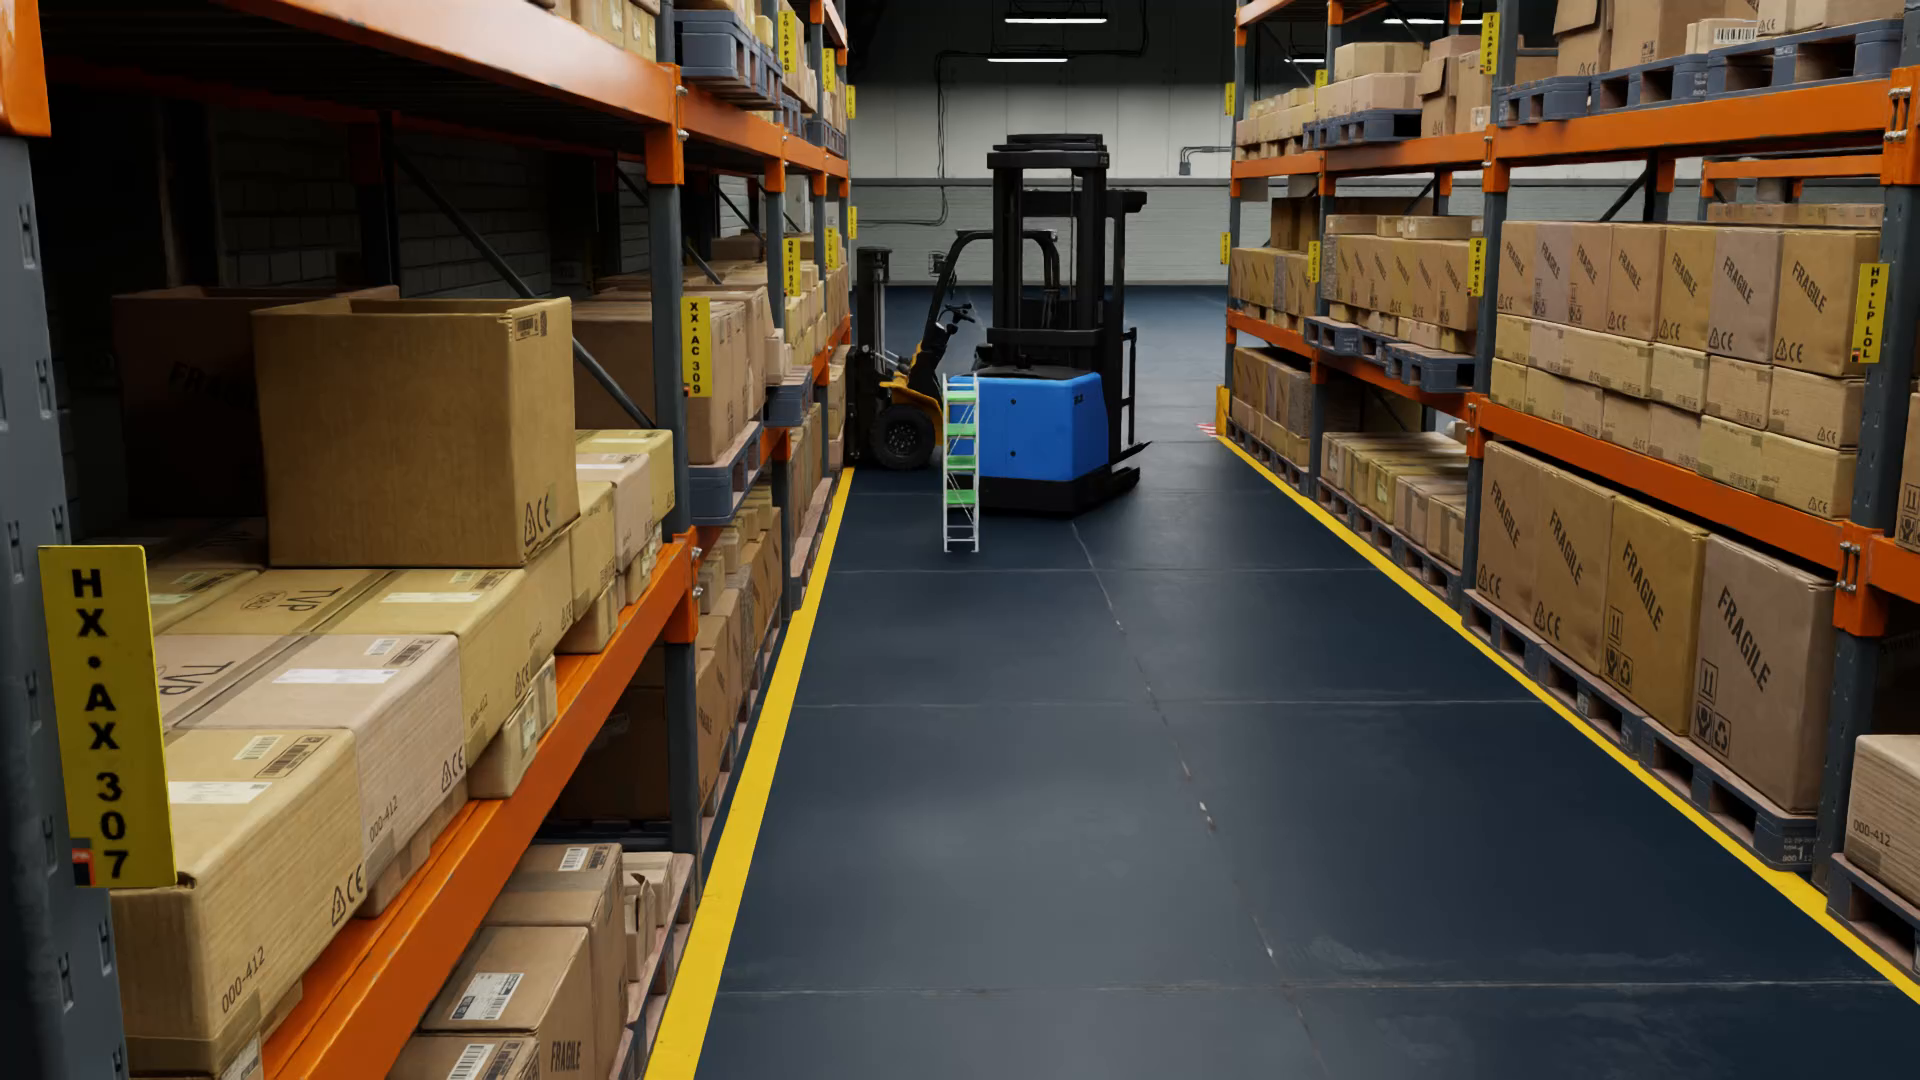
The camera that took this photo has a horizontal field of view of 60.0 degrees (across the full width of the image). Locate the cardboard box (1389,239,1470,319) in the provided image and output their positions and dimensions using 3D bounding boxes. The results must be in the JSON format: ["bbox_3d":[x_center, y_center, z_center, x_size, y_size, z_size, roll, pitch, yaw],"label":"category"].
[{"bbox_3d":[3.150,-1.713,10.902,0.500,0.500,0.500,-1,12,-5],"label":"cardboard box"}]

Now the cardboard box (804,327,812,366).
[{"bbox_3d":[-1.289,-1.320,11.399,0.500,0.250,0.500,0,11,1],"label":"cardboard box"}]

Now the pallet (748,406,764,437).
[{"bbox_3d":[-1.447,-0.518,7.552,1.003,0.211,1.213,0,11,-1],"label":"pallet"}]

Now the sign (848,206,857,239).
[{"bbox_3d":[-1.114,-3.272,17.136,0.100,0.325,0.005,0,11,-1],"label":"sign"}]

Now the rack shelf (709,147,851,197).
[{"bbox_3d":[-1.616,-3.309,15.091,1.077,0.370,4.000,0,11,-1],"label":"rack shelf"}]

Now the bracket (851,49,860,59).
[{"bbox_3d":[-2.800,-13.034,44.618,0.235,0.232,0.430,0,11,-1],"label":"bracket"}]

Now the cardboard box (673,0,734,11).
[{"bbox_3d":[-0.988,-1.918,5.750,0.380,0.149,0.250,0,11,-1],"label":"cardboard box"}]

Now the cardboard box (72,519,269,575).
[{"bbox_3d":[-1.627,0.124,3.534,0.500,0.250,0.500,0,11,-1],"label":"cardboard box"}]

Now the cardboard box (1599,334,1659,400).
[{"bbox_3d":[3.239,-0.787,7.514,0.500,0.250,0.500,0,11,0],"label":"cardboard box"}]

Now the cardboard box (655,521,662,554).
[{"bbox_3d":[-1.150,-0.018,5.237,0.380,0.149,0.250,0,11,0],"label":"cardboard box"}]

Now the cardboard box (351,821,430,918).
[{"bbox_3d":[-1.095,0.495,2.707,0.380,0.149,0.250,0,11,1],"label":"cardboard box"}]

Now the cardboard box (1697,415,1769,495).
[{"bbox_3d":[3.283,-0.341,6.572,0.500,0.250,0.500,0,11,-2],"label":"cardboard box"}]

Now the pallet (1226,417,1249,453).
[{"bbox_3d":[3.288,-1.067,16.788,1.003,0.211,1.213,0,11,-1],"label":"pallet"}]

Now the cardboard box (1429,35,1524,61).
[{"bbox_3d":[3.571,-3.345,11.523,0.500,0.250,0.500,0,11,0],"label":"cardboard box"}]

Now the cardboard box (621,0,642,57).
[{"bbox_3d":[-1.104,-1.432,4.660,0.380,0.149,0.250,0,11,-1],"label":"cardboard box"}]

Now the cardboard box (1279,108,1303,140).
[{"bbox_3d":[3.102,-3.646,14.571,0.500,0.250,0.500,0,11,-2],"label":"cardboard box"}]

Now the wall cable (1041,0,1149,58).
[{"bbox_3d":[3.896,-15.148,47.760,3.097,2.526,0.112,0,11,-1],"label":"wall cable"}]

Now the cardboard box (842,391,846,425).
[{"bbox_3d":[-1.287,-1.195,15.006,0.500,0.250,0.500,0,11,-2],"label":"cardboard box"}]

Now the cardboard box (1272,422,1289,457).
[{"bbox_3d":[3.086,-0.896,14.789,0.500,0.250,0.500,-1,11,-3],"label":"cardboard box"}]

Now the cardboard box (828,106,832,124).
[{"bbox_3d":[-1.296,-3.639,14.232,0.380,0.149,0.250,0,11,1],"label":"cardboard box"}]

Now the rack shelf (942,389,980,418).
[{"bbox_3d":[0.003,-0.963,11.695,0.258,0.148,0.480,0,11,-1],"label":"rack shelf"}]

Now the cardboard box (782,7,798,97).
[{"bbox_3d":[-1.374,-3.018,10.286,0.700,0.500,0.500,0,11,-2],"label":"cardboard box"}]

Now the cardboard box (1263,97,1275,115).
[{"bbox_3d":[3.029,-4.025,15.438,0.380,0.149,0.250,0,11,0],"label":"cardboard box"}]

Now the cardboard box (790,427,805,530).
[{"bbox_3d":[-1.527,-0.429,11.544,0.875,0.625,0.625,-1,11,-4],"label":"cardboard box"}]

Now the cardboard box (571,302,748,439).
[{"bbox_3d":[-1.206,-0.659,6.454,0.700,0.500,0.500,0,11,-1],"label":"cardboard box"}]

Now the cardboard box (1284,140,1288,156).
[{"bbox_3d":[3.140,-3.531,15.009,0.380,0.149,0.250,0,11,-2],"label":"cardboard box"}]

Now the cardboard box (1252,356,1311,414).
[{"bbox_3d":[3.064,-1.466,15.716,0.500,0.500,0.500,0,11,0],"label":"cardboard box"}]

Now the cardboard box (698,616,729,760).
[{"bbox_3d":[-1.215,0.613,6.726,0.500,0.500,0.500,0,11,-2],"label":"cardboard box"}]

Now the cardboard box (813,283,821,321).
[{"bbox_3d":[-1.291,-1.767,12.343,0.500,0.250,0.500,-1,11,-3],"label":"cardboard box"}]

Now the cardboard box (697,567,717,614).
[{"bbox_3d":[-1.237,0.215,7.054,0.380,0.149,0.250,0,11,-1],"label":"cardboard box"}]

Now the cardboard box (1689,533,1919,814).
[{"bbox_3d":[3.461,0.488,6.399,0.875,0.875,0.875,0,11,1],"label":"cardboard box"}]

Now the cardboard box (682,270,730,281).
[{"bbox_3d":[-1.752,-1.735,11.183,0.380,0.149,0.250,0,11,0],"label":"cardboard box"}]

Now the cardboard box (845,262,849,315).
[{"bbox_3d":[-1.384,-2.541,16.791,0.500,0.500,0.500,0,11,-2],"label":"cardboard box"}]

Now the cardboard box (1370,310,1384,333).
[{"bbox_3d":[3.083,-1.528,11.620,0.380,0.149,0.250,0,11,1],"label":"cardboard box"}]

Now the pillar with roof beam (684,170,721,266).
[{"bbox_3d":[1.760,-5.405,16.068,9.100,9.000,0.400,0,11,-1],"label":"pillar with roof beam"}]

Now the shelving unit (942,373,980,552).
[{"bbox_3d":[0.003,-0.555,11.778,0.258,1.200,0.503,0,11,-1],"label":"shelving unit"}]

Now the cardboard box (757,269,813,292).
[{"bbox_3d":[-1.206,-1.788,11.444,0.380,0.149,0.250,-1,11,-3],"label":"cardboard box"}]

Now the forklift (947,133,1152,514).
[{"bbox_3d":[0.913,-1.892,14.016,1.130,2.935,3.031,5,12,21],"label":"forklift"}]

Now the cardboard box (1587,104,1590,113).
[{"bbox_3d":[3.634,-2.430,9.582,0.380,0.149,0.250,0,11,-1],"label":"cardboard box"}]

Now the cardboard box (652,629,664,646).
[{"bbox_3d":[-1.211,0.280,5.988,0.380,0.149,0.250,0,11,-2],"label":"cardboard box"}]

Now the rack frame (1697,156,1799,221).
[{"bbox_3d":[8.252,-2.651,17.581,1.000,3.000,0.127,0,11,-1],"label":"rack frame"}]

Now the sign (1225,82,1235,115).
[{"bbox_3d":[2.763,-4.507,16.985,0.100,0.325,0.005,0,11,-1],"label":"sign"}]

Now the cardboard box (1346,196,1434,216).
[{"bbox_3d":[3.596,-2.588,13.759,0.700,0.500,0.500,0,11,-2],"label":"cardboard box"}]

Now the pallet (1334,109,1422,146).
[{"bbox_3d":[3.319,-2.864,11.560,1.213,0.211,1.003,0,11,-1],"label":"pallet"}]

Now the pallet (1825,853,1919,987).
[{"bbox_3d":[3.491,1.293,5.154,1.003,0.211,1.213,0,11,-1],"label":"pallet"}]

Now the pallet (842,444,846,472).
[{"bbox_3d":[-1.577,-0.829,15.614,1.003,0.211,1.213,0,11,-1],"label":"pallet"}]

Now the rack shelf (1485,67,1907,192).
[{"bbox_3d":[3.512,-1.740,7.357,1.077,0.370,4.000,0,11,-1],"label":"rack shelf"}]

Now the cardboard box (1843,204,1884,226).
[{"bbox_3d":[8.234,-2.641,14.438,0.875,0.550,0.550,0,11,-1],"label":"cardboard box"}]

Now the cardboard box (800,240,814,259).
[{"bbox_3d":[-1.284,-2.371,13.572,0.380,0.149,0.250,0,11,0],"label":"cardboard box"}]

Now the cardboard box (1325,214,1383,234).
[{"bbox_3d":[3.044,-2.439,12.848,0.380,0.149,0.250,0,11,-1],"label":"cardboard box"}]

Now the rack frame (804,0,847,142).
[{"bbox_3d":[-1.657,-5.529,16.681,1.000,3.000,0.127,0,11,-1],"label":"rack frame"}]
